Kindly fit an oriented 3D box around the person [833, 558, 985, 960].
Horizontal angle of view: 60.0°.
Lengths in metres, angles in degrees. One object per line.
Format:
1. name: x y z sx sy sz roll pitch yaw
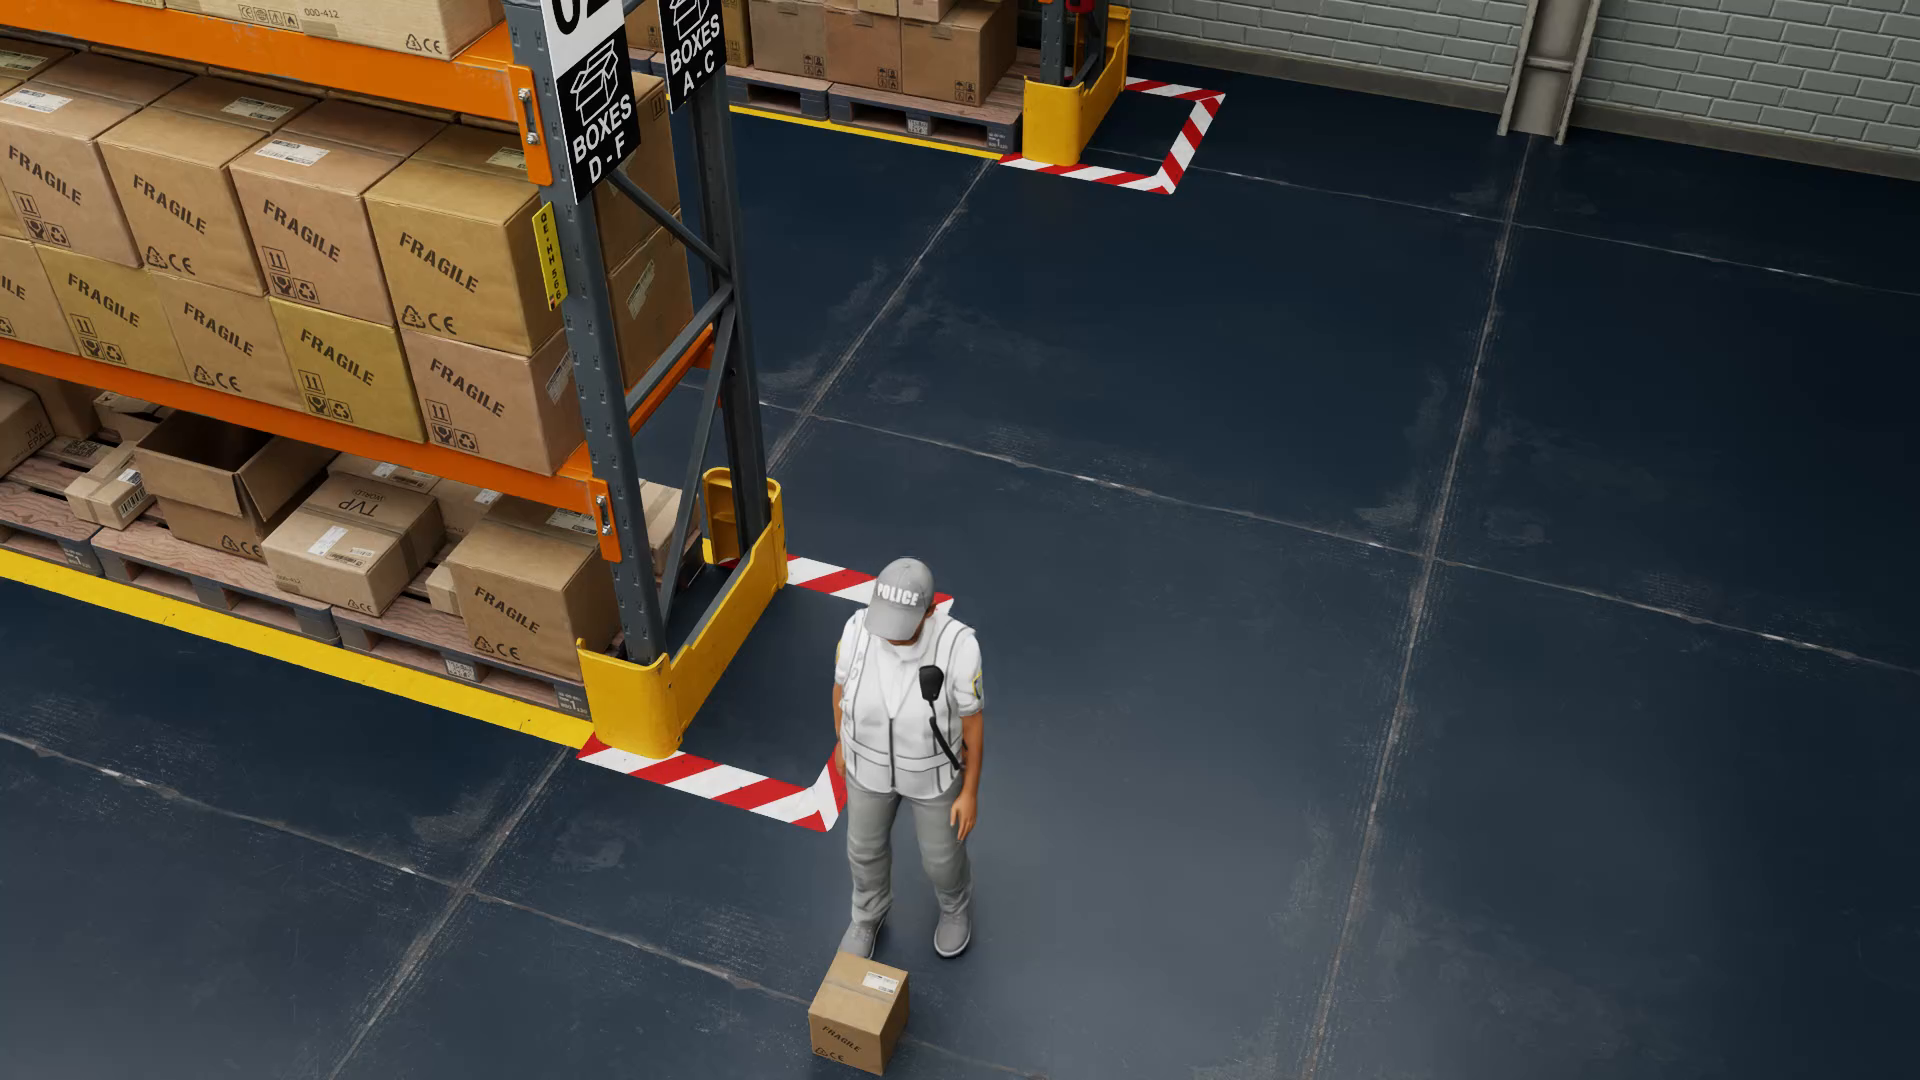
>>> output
1. person: -0.178 0.747 5.302 0.519 1.676 0.470 10 43 11
